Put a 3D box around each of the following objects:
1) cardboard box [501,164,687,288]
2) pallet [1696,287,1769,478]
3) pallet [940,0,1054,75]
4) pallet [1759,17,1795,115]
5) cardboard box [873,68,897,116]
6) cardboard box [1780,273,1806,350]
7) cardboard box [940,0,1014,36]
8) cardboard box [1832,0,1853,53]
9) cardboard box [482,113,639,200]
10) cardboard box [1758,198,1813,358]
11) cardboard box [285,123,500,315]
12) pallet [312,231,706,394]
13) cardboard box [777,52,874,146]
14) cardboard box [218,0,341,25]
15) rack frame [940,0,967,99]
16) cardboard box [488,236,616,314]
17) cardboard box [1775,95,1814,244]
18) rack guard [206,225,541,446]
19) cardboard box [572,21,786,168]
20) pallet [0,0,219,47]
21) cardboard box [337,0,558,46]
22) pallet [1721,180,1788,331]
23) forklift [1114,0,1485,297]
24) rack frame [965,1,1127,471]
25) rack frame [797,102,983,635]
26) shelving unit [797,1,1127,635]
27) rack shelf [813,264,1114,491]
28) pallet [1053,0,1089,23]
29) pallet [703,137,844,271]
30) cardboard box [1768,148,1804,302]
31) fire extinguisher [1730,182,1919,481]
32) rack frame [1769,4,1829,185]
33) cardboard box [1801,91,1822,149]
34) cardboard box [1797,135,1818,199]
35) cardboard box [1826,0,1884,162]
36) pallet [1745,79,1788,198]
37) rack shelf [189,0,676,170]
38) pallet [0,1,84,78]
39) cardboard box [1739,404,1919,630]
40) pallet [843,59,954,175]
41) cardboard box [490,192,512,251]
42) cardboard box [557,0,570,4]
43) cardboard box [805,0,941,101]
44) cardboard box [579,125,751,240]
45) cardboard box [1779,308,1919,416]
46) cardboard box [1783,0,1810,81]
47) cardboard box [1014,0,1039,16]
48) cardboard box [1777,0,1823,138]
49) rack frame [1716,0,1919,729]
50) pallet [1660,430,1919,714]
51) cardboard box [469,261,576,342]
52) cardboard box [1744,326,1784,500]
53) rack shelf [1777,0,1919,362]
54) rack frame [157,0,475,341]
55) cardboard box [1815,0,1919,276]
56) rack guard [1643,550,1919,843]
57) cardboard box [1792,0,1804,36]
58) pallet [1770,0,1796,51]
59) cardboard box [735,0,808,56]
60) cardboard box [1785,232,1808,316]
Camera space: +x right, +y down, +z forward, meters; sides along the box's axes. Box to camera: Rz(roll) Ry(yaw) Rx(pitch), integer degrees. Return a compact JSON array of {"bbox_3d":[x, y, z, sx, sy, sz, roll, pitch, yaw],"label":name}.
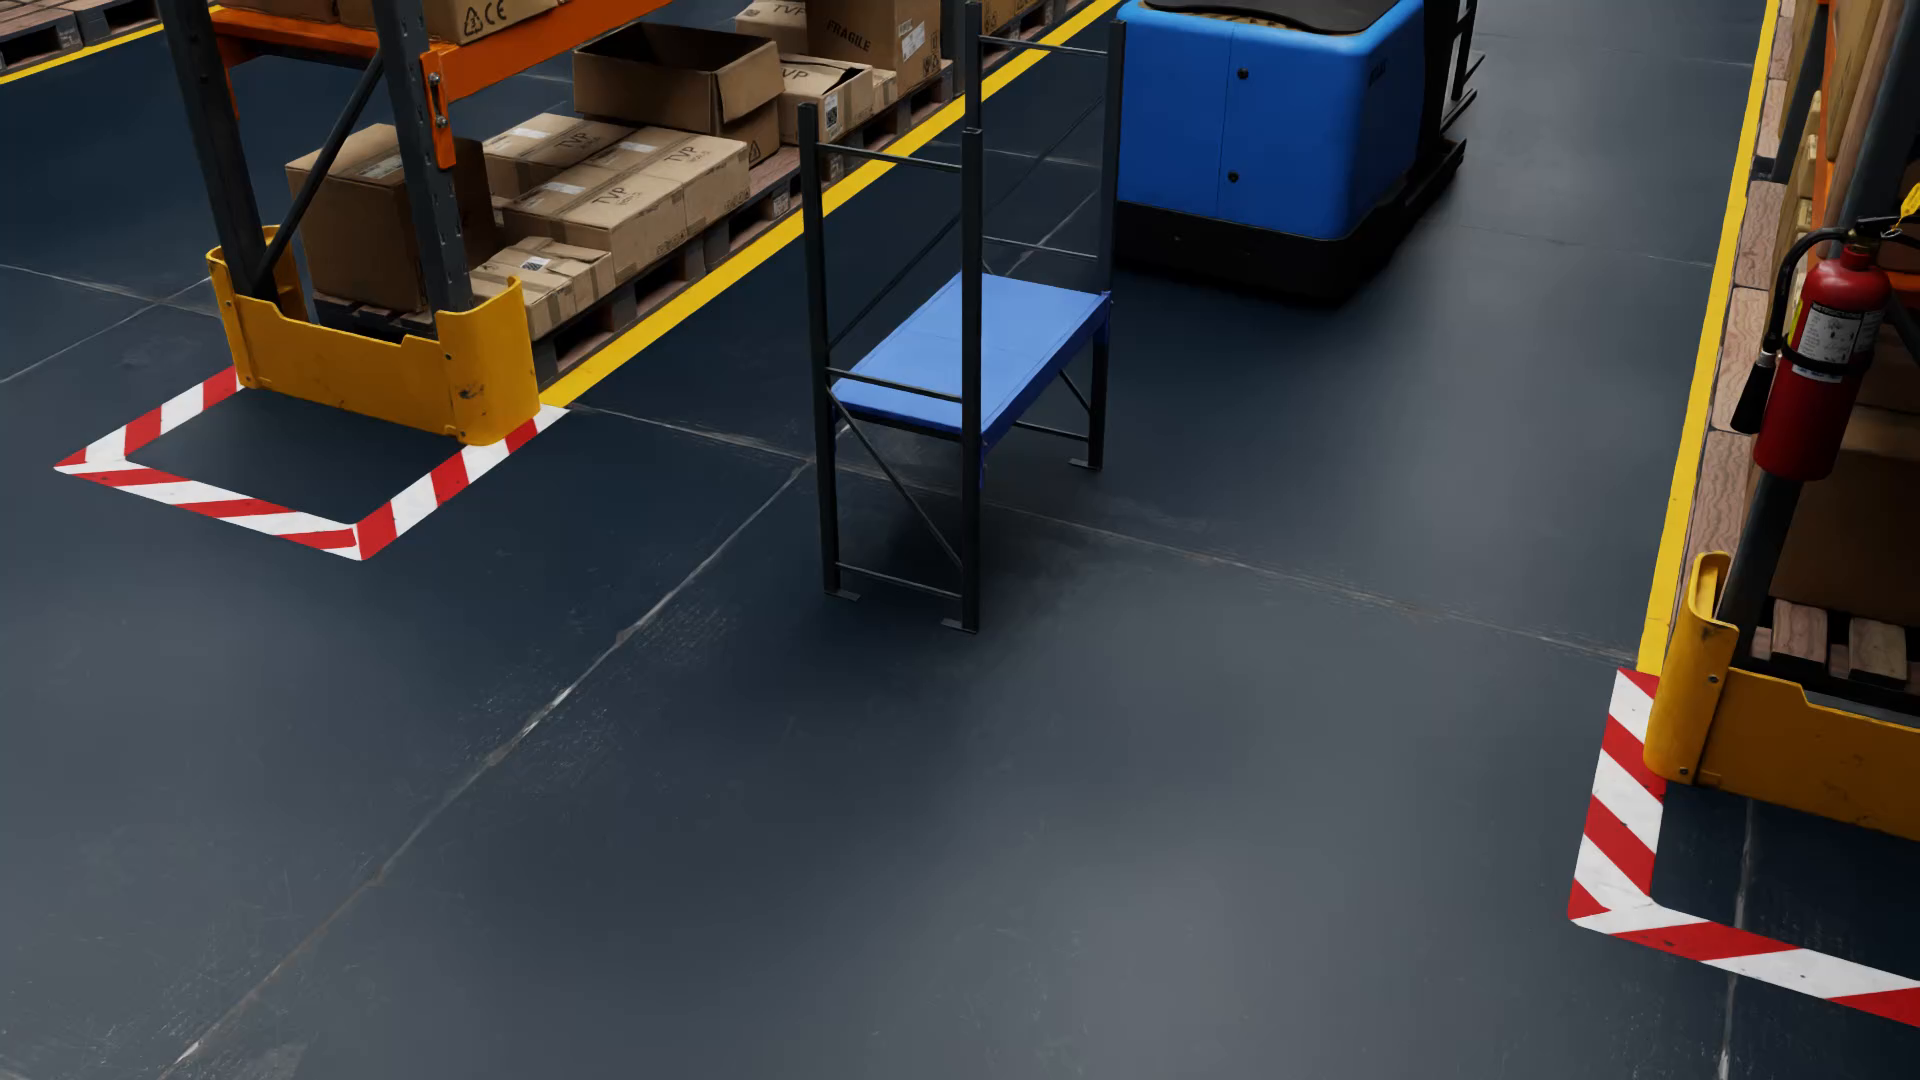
[{"bbox_3d":[-1.423,-1.237,6.507,0.500,0.250,0.500,14,36,20],"label":"cardboard box"},{"bbox_3d":[3.159,-0.469,5.772,1.003,0.211,1.213,14,36,20],"label":"pallet"},{"bbox_3d":[-0.138,-2.988,9.614,1.003,0.211,1.213,14,36,20],"label":"pallet"},{"bbox_3d":[4.821,-2.451,8.795,1.003,0.211,1.213,14,36,20],"label":"pallet"},{"bbox_3d":[-0.527,-2.182,8.042,0.380,0.149,0.250,14,36,20],"label":"cardboard box"},{"bbox_3d":[2.580,-0.620,4.765,0.380,0.149,0.250,15,36,22],"label":"cardboard box"},{"bbox_3d":[-0.020,-3.064,9.065,0.500,0.500,0.500,13,35,18],"label":"cardboard box"},{"bbox_3d":[3.210,-1.738,4.891,0.980,0.700,0.700,12,35,18],"label":"cardboard box"},{"bbox_3d":[-1.689,-1.576,7.024,0.500,0.250,0.500,14,36,20],"label":"cardboard box"},{"bbox_3d":[3.221,-0.882,5.757,0.700,0.500,0.500,15,36,22],"label":"cardboard box"},{"bbox_3d":[-2.113,-1.214,6.244,0.500,0.500,0.500,14,36,20],"label":"cardboard box"},{"bbox_3d":[-1.753,-1.017,6.608,1.003,0.211,1.213,14,36,20],"label":"pallet"},{"bbox_3d":[-0.738,-2.077,7.733,0.500,0.311,0.500,14,36,20],"label":"cardboard box"},{"bbox_3d":[-2.177,-2.075,5.588,0.500,0.500,0.500,15,36,22],"label":"cardboard box"},{"bbox_3d":[-0.444,-3.740,8.218,1.000,3.000,0.127,14,36,20],"label":"rack frame"},{"bbox_3d":[-1.525,-1.001,6.224,0.380,0.166,0.250,14,36,20],"label":"cardboard box"},{"bbox_3d":[3.651,-1.387,6.526,0.700,0.500,0.500,15,36,21],"label":"cardboard box"},{"bbox_3d":[-2.085,-0.740,5.923,1.175,0.500,0.348,14,36,20],"label":"rack guard"},{"bbox_3d":[-1.225,-1.943,7.353,0.797,0.503,0.637,14,36,20],"label":"cardboard box"},{"bbox_3d":[-5.213,-3.337,10.147,1.003,0.211,1.213,14,36,20],"label":"pallet"},{"bbox_3d":[-1.692,-1.950,5.397,0.500,0.500,0.500,15,36,21],"label":"cardboard box"},{"bbox_3d":[3.668,-1.079,6.702,1.003,0.211,1.213,14,36,20],"label":"pallet"},{"bbox_3d":[1.742,-2.972,7.110,1.130,2.935,3.031,17,37,24],"label":"forklift"},{"bbox_3d":[0.248,-0.923,5.290,0.500,1.500,0.032,14,36,20],"label":"rack frame"},{"bbox_3d":[-0.177,-0.417,4.517,0.500,1.500,0.032,14,36,20],"label":"rack frame"},{"bbox_3d":[0.036,-0.670,4.904,0.538,1.500,1.048,14,36,20],"label":"shelving unit"},{"bbox_3d":[0.036,-0.519,5.002,0.538,0.185,1.000,14,36,20],"label":"rack shelf"},{"bbox_3d":[0.372,-3.597,10.544,1.003,0.211,1.213,14,36,20],"label":"pallet"},{"bbox_3d":[-1.241,-1.622,7.532,1.003,0.211,1.213,14,36,20],"label":"pallet"},{"bbox_3d":[3.438,-1.137,6.146,0.700,0.500,0.500,14,36,20],"label":"cardboard box"},{"bbox_3d":[1.902,-0.456,3.620,0.296,0.674,0.183,14,36,20],"label":"fire extinguisher"},{"bbox_3d":[4.057,-2.605,6.488,1.000,3.000,0.127,14,36,20],"label":"rack frame"},{"bbox_3d":[3.342,-1.529,6.152,0.380,0.149,0.250,15,36,22],"label":"cardboard box"},{"bbox_3d":[3.124,-1.269,5.755,0.380,0.149,0.250,13,35,19],"label":"cardboard box"},{"bbox_3d":[2.882,-1.360,4.315,0.980,0.700,0.700,14,36,20],"label":"cardboard box"},{"bbox_3d":[4.312,-1.841,7.865,1.003,0.211,1.213,14,36,20],"label":"pallet"},{"bbox_3d":[-1.280,-2.443,6.896,1.077,0.370,4.000,14,36,20],"label":"rack shelf"},{"bbox_3d":[-5.722,-2.727,9.217,1.003,0.211,1.213,14,36,20],"label":"pallet"},{"bbox_3d":[2.586,-0.115,4.587,0.700,0.500,0.500,14,36,20],"label":"cardboard box"},{"bbox_3d":[-0.732,-2.232,8.462,1.003,0.211,1.213,14,36,20],"label":"pallet"},{"bbox_3d":[-1.862,-1.255,6.612,0.380,0.166,0.250,14,36,20],"label":"cardboard box"},{"bbox_3d":[-1.481,-2.208,5.791,0.500,0.500,0.500,14,36,20],"label":"cardboard box"},{"bbox_3d":[-0.424,-2.530,8.251,0.500,0.500,0.500,14,36,20],"label":"cardboard box"},{"bbox_3d":[-1.214,-1.486,6.887,0.500,0.250,0.500,14,36,20],"label":"cardboard box"},{"bbox_3d":[2.474,-0.492,4.570,0.380,0.149,0.250,14,36,20],"label":"cardboard box"},{"bbox_3d":[4.580,-2.679,8.178,0.750,0.750,0.750,15,36,22],"label":"cardboard box"},{"bbox_3d":[0.193,-3.332,9.474,0.500,0.500,0.500,15,36,21],"label":"cardboard box"},{"bbox_3d":[4.211,-2.236,7.501,0.750,0.750,0.750,15,36,21],"label":"cardboard box"},{"bbox_3d":[2.384,-0.613,3.450,1.000,3.000,0.127,14,36,20],"label":"rack frame"},{"bbox_3d":[2.647,0.137,4.849,1.003,0.211,1.213,14,36,20],"label":"pallet"},{"bbox_3d":[-1.630,-0.869,6.039,0.380,0.149,0.250,14,36,20],"label":"cardboard box"},{"bbox_3d":[2.795,-0.364,4.967,0.700,0.500,0.500,14,36,20],"label":"cardboard box"},{"bbox_3d":[3.221,-1.309,5.166,1.077,0.370,4.000,14,36,20],"label":"rack shelf"},{"bbox_3d":[-2.117,-1.748,5.180,1.000,3.000,0.127,14,36,20],"label":"rack frame"},{"bbox_3d":[2.588,-0.995,3.758,0.980,0.700,0.700,16,36,23],"label":"cardboard box"},{"bbox_3d":[2.374,0.444,4.117,1.175,0.500,0.348,14,36,20],"label":"rack guard"},{"bbox_3d":[4.932,-3.103,8.825,0.750,0.750,0.750,14,36,20],"label":"cardboard box"},{"bbox_3d":[5.333,-3.056,9.718,1.003,0.211,1.213,14,36,20],"label":"pallet"},{"bbox_3d":[-0.816,-2.640,8.592,0.500,0.311,0.500,14,36,20],"label":"cardboard box"},{"bbox_3d":[3.005,-0.615,5.349,0.700,0.500,0.500,13,35,19],"label":"cardboard box"}]
